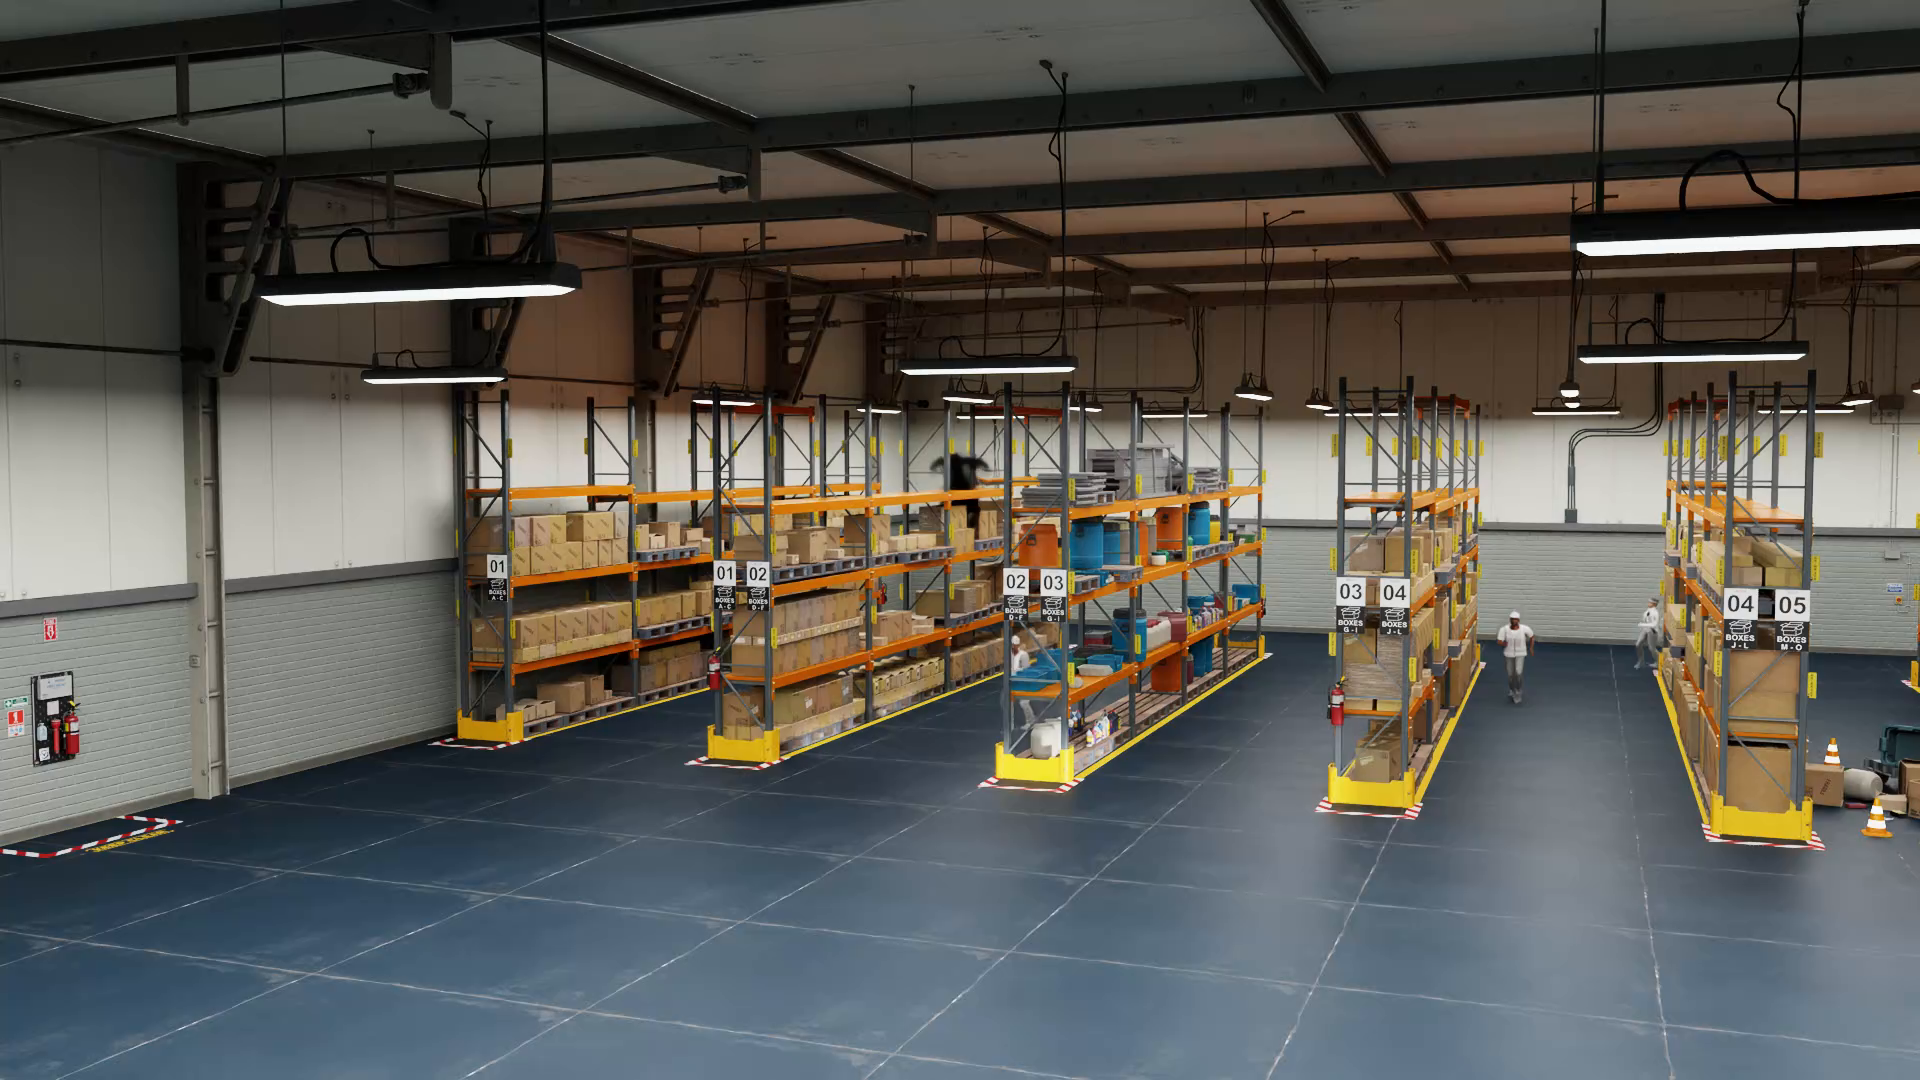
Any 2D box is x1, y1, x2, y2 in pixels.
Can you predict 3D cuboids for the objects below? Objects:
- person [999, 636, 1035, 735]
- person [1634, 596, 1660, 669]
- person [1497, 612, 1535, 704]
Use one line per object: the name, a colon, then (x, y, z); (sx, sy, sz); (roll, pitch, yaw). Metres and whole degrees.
person: (1.025, 2.524, 29.194); (0.671, 1.735, 0.812); (3, 4, 40)
person: (15.627, 2.114, 37.591); (0.662, 1.702, 0.608); (0, 3, -7)
person: (10.962, 2.317, 32.842); (0.686, 1.811, 0.823); (1, 3, 23)
